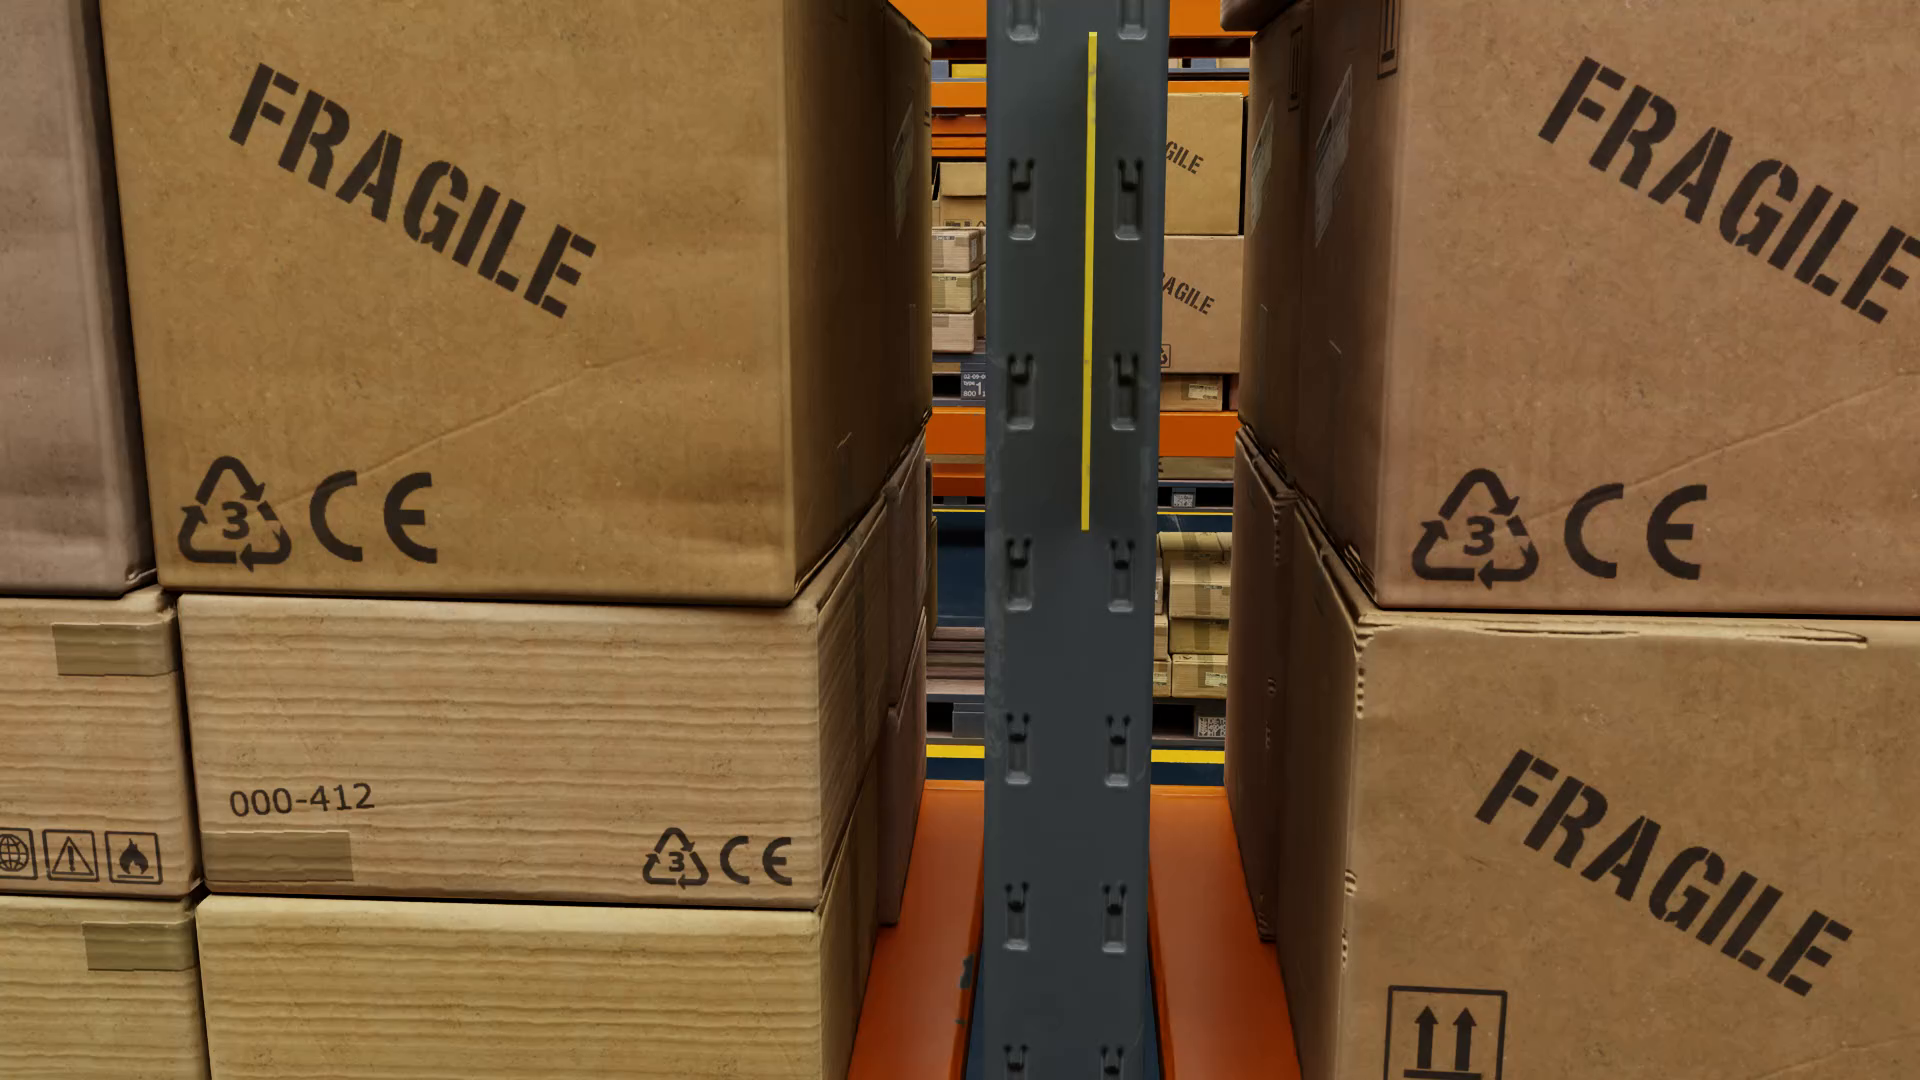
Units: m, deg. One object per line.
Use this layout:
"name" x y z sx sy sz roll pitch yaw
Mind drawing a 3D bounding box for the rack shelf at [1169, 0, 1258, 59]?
"rack shelf" 2.340 -1.858 6.255 4.000 0.370 1.077 1 12 4

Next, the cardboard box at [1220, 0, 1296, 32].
"cardboard box" 0.443 -0.673 1.890 0.250 0.149 0.380 1 12 3

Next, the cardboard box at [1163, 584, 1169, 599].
"cardboard box" 0.951 0.216 7.122 0.250 0.149 0.380 0 12 1

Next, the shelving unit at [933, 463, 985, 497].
"shelving unit" 0.007 -0.550 10.152 1.048 1.125 0.538 1 12 4

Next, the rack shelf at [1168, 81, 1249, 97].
"rack shelf" 2.772 -2.870 11.093 4.000 0.370 1.077 1 12 4

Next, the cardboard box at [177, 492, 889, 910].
"cardboard box" -0.342 0.116 1.534 0.500 0.250 0.500 1 12 4

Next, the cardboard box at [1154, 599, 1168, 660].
"cardboard box" 0.685 0.345 6.502 0.250 0.149 0.380 1 12 6

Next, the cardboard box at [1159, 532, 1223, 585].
"cardboard box" 0.974 0.077 7.060 0.250 0.149 0.380 1 12 4

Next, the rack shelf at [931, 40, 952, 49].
"rack shelf" -1.651 -2.008 6.497 3.809 0.124 0.919 1 12 4

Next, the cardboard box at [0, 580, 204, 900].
"cardboard box" -0.841 0.110 1.560 0.500 0.250 0.500 1 12 5

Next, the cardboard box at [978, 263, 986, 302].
"cardboard box" -0.018 -1.097 7.047 0.250 0.149 0.380 1 12 5

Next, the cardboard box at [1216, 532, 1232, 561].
"cardboard box" 1.223 0.078 7.051 0.250 0.149 0.380 1 12 3

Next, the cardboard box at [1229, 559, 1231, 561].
"cardboard box" 1.201 0.186 6.538 0.250 0.149 0.380 1 12 3

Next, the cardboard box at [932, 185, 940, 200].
"cardboard box" -0.241 -5.365 25.740 0.500 0.250 0.500 1 12 3

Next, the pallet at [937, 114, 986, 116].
"pallet" 0.319 -4.160 15.962 1.003 0.211 1.213 1 12 4

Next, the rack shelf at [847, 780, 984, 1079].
"rack shelf" -1.881 0.568 1.983 4.000 0.370 1.077 1 12 4

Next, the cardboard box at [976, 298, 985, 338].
"cardboard box" -0.018 -0.951 7.077 0.250 0.149 0.380 0 12 1

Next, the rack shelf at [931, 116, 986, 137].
"rack shelf" -0.888 -3.936 16.191 4.000 0.370 1.077 1 12 4

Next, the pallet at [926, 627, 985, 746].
"pallet" -0.433 0.585 6.954 1.213 0.211 1.003 1 12 4

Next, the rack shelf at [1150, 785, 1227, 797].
"rack shelf" 2.110 0.623 1.721 4.000 0.370 1.077 1 12 4

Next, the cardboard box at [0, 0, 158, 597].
"cardboard box" -0.865 -0.255 1.477 0.500 0.500 0.500 1 12 5

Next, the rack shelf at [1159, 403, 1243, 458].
"rack shelf" 2.506 -1.610 8.795 4.006 1.845 5.958 1 12 4

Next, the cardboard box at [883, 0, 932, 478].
"cardboard box" -0.305 -0.360 1.975 0.500 0.500 0.500 1 12 4

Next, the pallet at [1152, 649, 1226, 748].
"pallet" 1.017 0.598 6.896 1.213 0.211 1.003 1 12 4

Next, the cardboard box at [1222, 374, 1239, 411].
"cardboard box" 1.137 -0.594 6.397 0.250 0.149 0.380 0 12 1

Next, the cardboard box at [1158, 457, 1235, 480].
"cardboard box" 1.430 -0.921 11.510 0.875 0.875 0.875 1 12 4

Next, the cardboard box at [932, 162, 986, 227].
"cardboard box" 0.139 -2.328 11.378 0.637 0.503 0.797 0 12 2

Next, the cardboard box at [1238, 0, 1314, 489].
"cardboard box" 0.604 -0.345 1.905 0.500 0.500 0.500 1 12 3

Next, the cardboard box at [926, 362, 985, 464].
"cardboard box" 0.137 -0.951 11.654 0.875 0.875 1.225 1 12 4

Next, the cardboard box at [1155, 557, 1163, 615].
"cardboard box" 0.674 0.176 6.583 0.250 0.149 0.380 1 12 6

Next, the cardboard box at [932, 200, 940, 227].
"cardboard box" -0.325 -4.071 21.133 0.500 0.500 0.700 -2 12 -11

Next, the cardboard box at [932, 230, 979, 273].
"cardboard box" -0.069 -1.109 6.377 0.250 0.149 0.380 1 12 6

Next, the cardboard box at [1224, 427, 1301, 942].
"cardboard box" 0.594 0.149 1.988 0.500 0.500 0.500 1 12 4

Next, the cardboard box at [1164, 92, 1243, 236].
"cardboard box" 0.778 -1.397 6.209 0.500 0.500 0.500 1 12 5

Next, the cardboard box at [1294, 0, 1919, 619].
"cardboard box" 0.573 -0.239 1.398 0.500 0.500 0.500 1 12 4

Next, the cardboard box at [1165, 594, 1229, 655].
"cardboard box" 0.943 0.330 6.573 0.250 0.149 0.380 1 12 4

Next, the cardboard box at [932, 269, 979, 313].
"cardboard box" -0.066 -0.963 6.405 0.250 0.149 0.380 1 12 5

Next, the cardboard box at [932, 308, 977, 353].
"cardboard box" -0.065 -0.817 6.435 0.250 0.149 0.380 1 12 2

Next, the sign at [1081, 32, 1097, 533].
"sign" 0.088 -0.174 1.137 0.005 0.325 0.100 1 12 4

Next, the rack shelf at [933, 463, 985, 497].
"rack shelf" 0.007 -0.311 10.203 1.000 0.278 0.538 1 12 4

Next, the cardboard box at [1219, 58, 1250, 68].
"cardboard box" 3.428 -5.795 20.635 0.500 0.500 0.700 1 12 4

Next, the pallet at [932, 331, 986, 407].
"pallet" -0.409 -0.716 6.831 1.213 0.211 1.003 1 12 4

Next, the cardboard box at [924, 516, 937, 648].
"cardboard box" -0.375 0.184 7.140 0.500 0.500 0.500 1 12 6

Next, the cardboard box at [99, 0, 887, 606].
"cardboard box" -0.348 -0.250 1.450 0.500 0.500 0.500 1 12 6

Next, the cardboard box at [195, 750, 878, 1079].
"cardboard box" -0.350 0.362 1.577 0.500 0.250 0.500 1 12 2

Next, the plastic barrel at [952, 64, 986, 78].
"plastic barrel" 0.183 -4.530 15.786 0.600 0.588 0.600 0 12 0

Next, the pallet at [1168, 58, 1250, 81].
"pallet" 1.592 -3.193 11.095 1.213 0.211 1.003 1 12 4

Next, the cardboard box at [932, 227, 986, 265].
"cardboard box" -0.018 -1.242 7.016 0.250 0.149 0.380 1 12 7

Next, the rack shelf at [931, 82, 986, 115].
"rack shelf" -1.219 -2.925 11.354 4.000 0.370 1.077 1 12 4

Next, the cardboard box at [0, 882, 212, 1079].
"cardboard box" -0.858 0.355 1.611 0.500 0.250 0.500 1 12 3

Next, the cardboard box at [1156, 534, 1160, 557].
"cardboard box" 0.717 0.081 7.038 0.250 0.149 0.380 1 12 5

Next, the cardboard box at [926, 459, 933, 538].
"cardboard box" -0.375 -0.182 7.062 0.500 0.250 0.500 0 12 1
